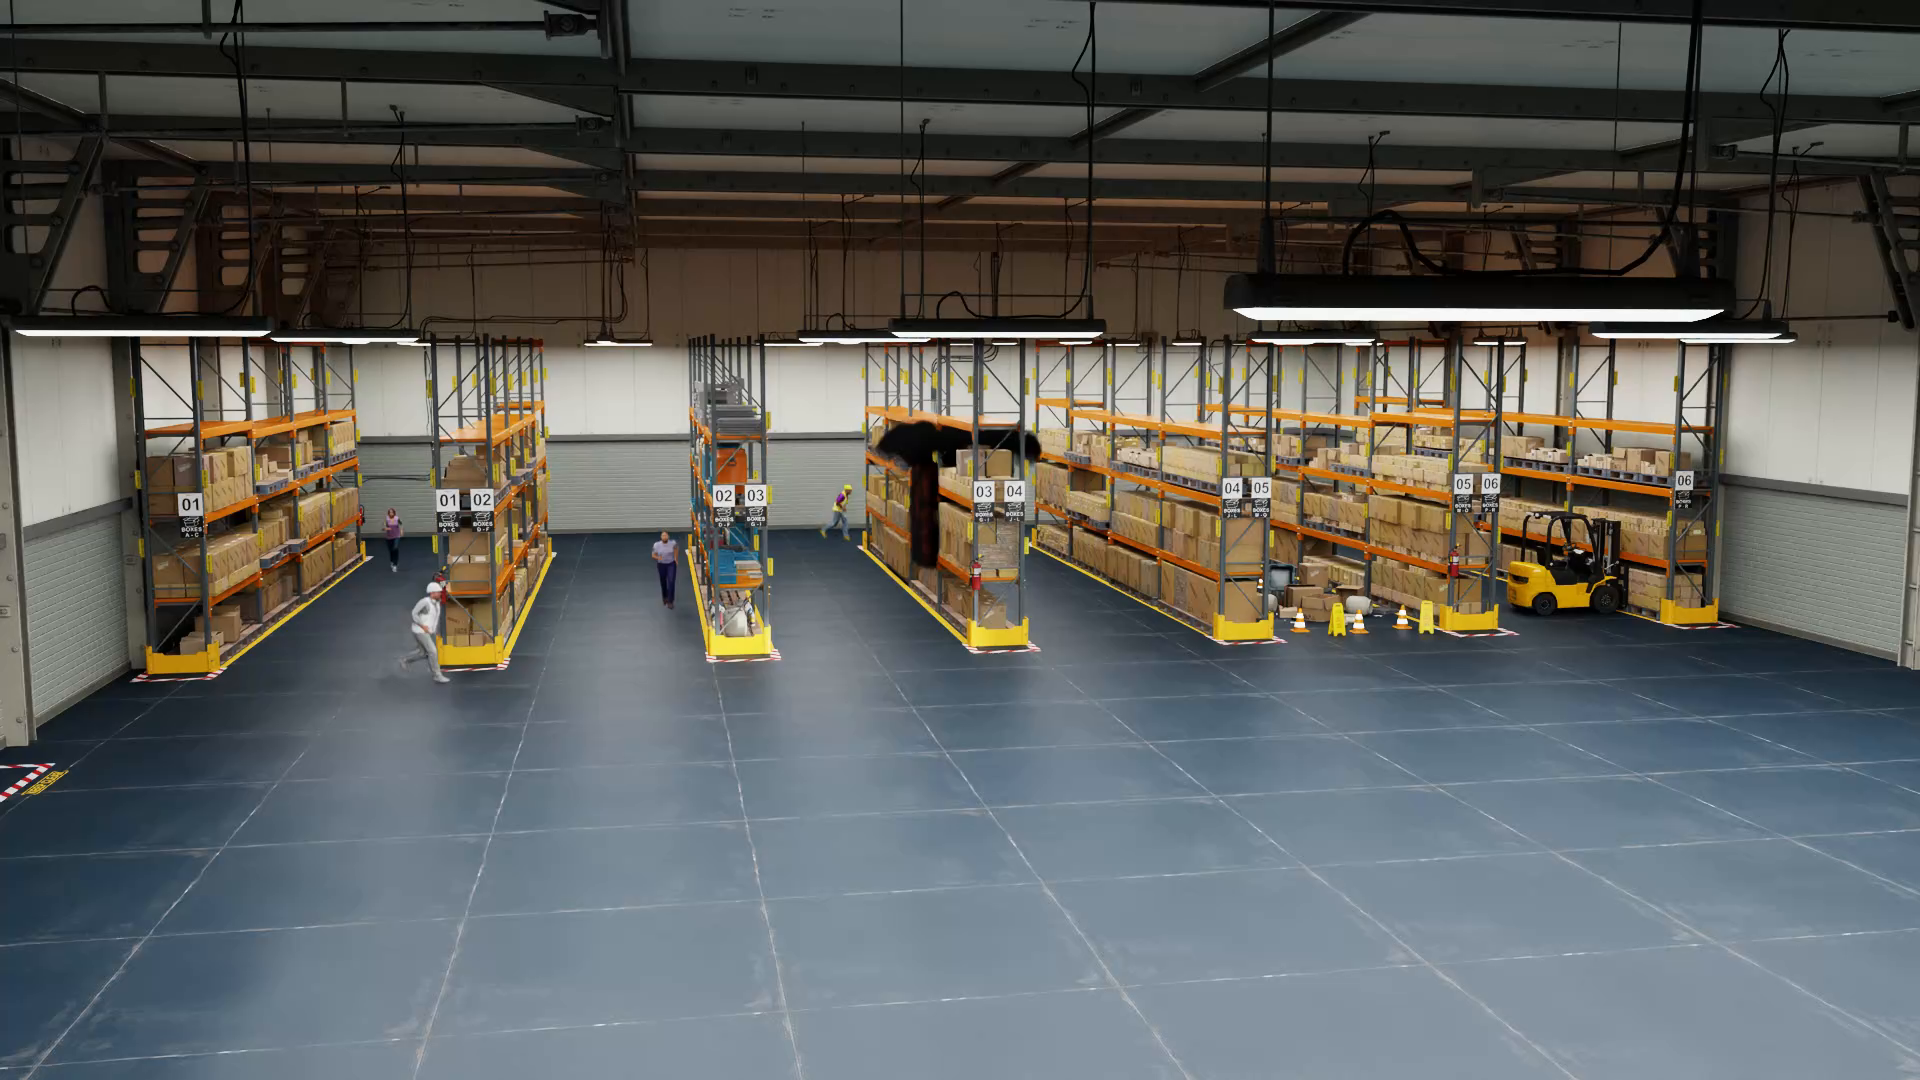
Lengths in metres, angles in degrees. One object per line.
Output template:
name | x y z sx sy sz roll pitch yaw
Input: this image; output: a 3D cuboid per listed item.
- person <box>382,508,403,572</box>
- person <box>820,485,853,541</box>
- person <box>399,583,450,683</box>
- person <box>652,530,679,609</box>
person | -14.699 -0.024 43.095 0.504 1.626 0.825 -1 7 -12
person | -3.705 -0.812 49.908 1.043 1.715 0.737 1 7 5
person | -9.316 1.587 28.732 0.986 1.732 0.648 2 7 17
person | -6.266 0.597 35.400 0.545 1.645 0.924 -1 7 -4
